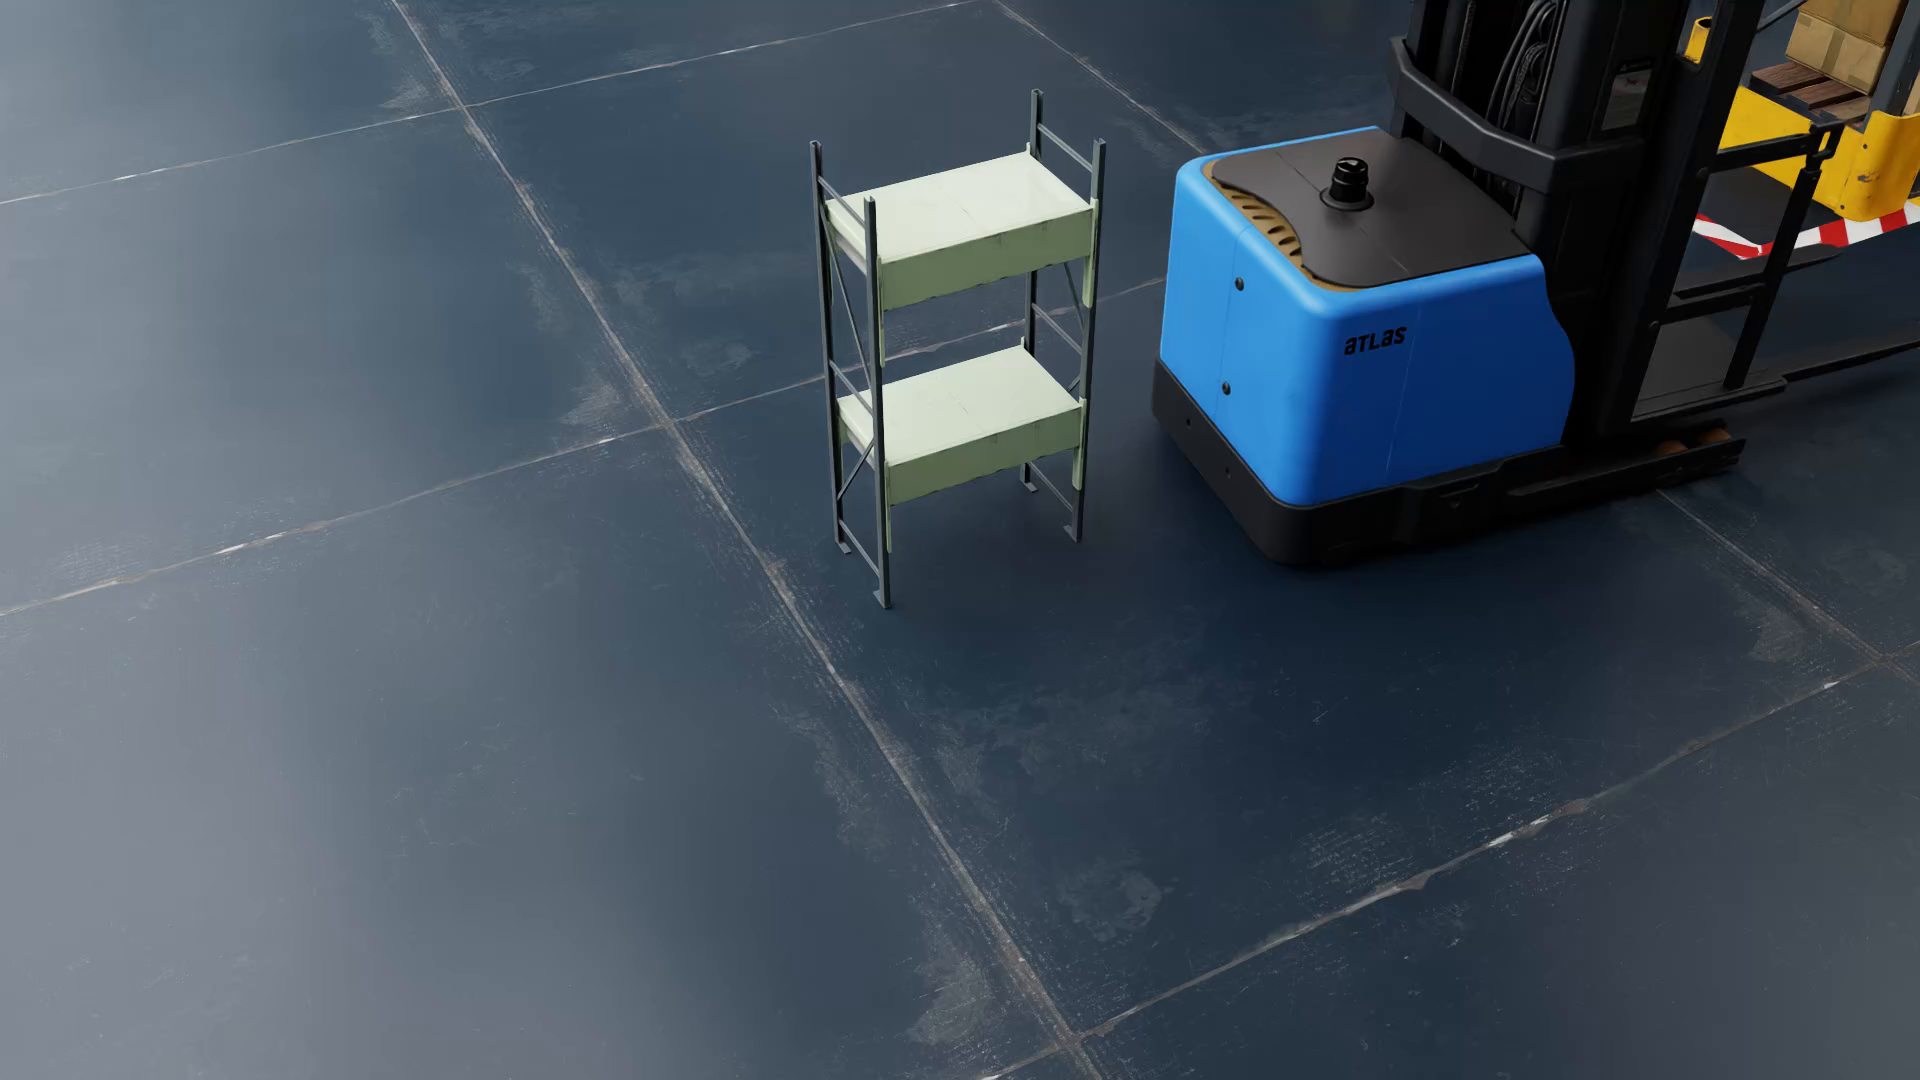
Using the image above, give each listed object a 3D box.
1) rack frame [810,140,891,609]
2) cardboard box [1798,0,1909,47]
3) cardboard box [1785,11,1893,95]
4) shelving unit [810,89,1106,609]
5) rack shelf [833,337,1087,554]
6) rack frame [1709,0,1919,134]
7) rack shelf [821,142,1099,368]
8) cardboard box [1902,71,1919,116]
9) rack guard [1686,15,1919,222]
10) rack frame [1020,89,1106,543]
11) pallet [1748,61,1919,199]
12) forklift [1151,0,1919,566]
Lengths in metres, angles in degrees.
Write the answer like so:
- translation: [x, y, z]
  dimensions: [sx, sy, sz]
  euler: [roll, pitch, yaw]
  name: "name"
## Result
- translation: [-0.331, -0.461, 5.134]
  dimensions: [0.023, 1.500, 0.400]
  euler: [-19, 44, -21]
  name: "rack frame"
- translation: [4.403, -2.699, 7.840]
  dimensions: [0.500, 0.500, 0.500]
  euler: [-18, 44, -20]
  name: "cardboard box"
- translation: [4.427, -2.427, 8.099]
  dimensions: [0.500, 0.250, 0.500]
  euler: [-19, 44, -21]
  name: "cardboard box"
- translation: [-0.006, -0.570, 5.263]
  dimensions: [0.755, 1.500, 0.431]
  euler: [-19, 44, -21]
  name: "shelving unit"
- translation: [-0.006, -0.322, 5.474]
  dimensions: [0.720, 0.370, 0.431]
  euler: [-19, 44, -21]
  name: "rack shelf"
- translation: [3.813, -2.914, 6.870]
  dimensions: [0.127, 3.000, 1.000]
  euler: [-19, 44, -21]
  name: "rack frame"
- translation: [-0.006, -0.868, 5.011]
  dimensions: [0.720, 0.370, 0.431]
  euler: [-19, 44, -21]
  name: "rack shelf"
- translation: [4.656, -2.107, 7.720]
  dimensions: [0.500, 0.250, 0.500]
  euler: [-19, 44, -21]
  name: "cardboard box"
- translation: [3.880, -1.982, 7.705]
  dimensions: [0.348, 0.500, 1.175]
  euler: [-19, 44, -21]
  name: "rack guard"
- translation: [0.319, -0.680, 5.392]
  dimensions: [0.023, 1.500, 0.400]
  euler: [-19, 44, -21]
  name: "rack frame"
- translation: [4.617, -2.094, 8.061]
  dimensions: [1.213, 0.211, 1.003]
  euler: [-19, 44, -21]
  name: "pallet"
- translation: [2.286, -1.620, 5.395]
  dimensions: [3.031, 2.935, 1.130]
  euler: [-13, 42, -15]
  name: "forklift"
